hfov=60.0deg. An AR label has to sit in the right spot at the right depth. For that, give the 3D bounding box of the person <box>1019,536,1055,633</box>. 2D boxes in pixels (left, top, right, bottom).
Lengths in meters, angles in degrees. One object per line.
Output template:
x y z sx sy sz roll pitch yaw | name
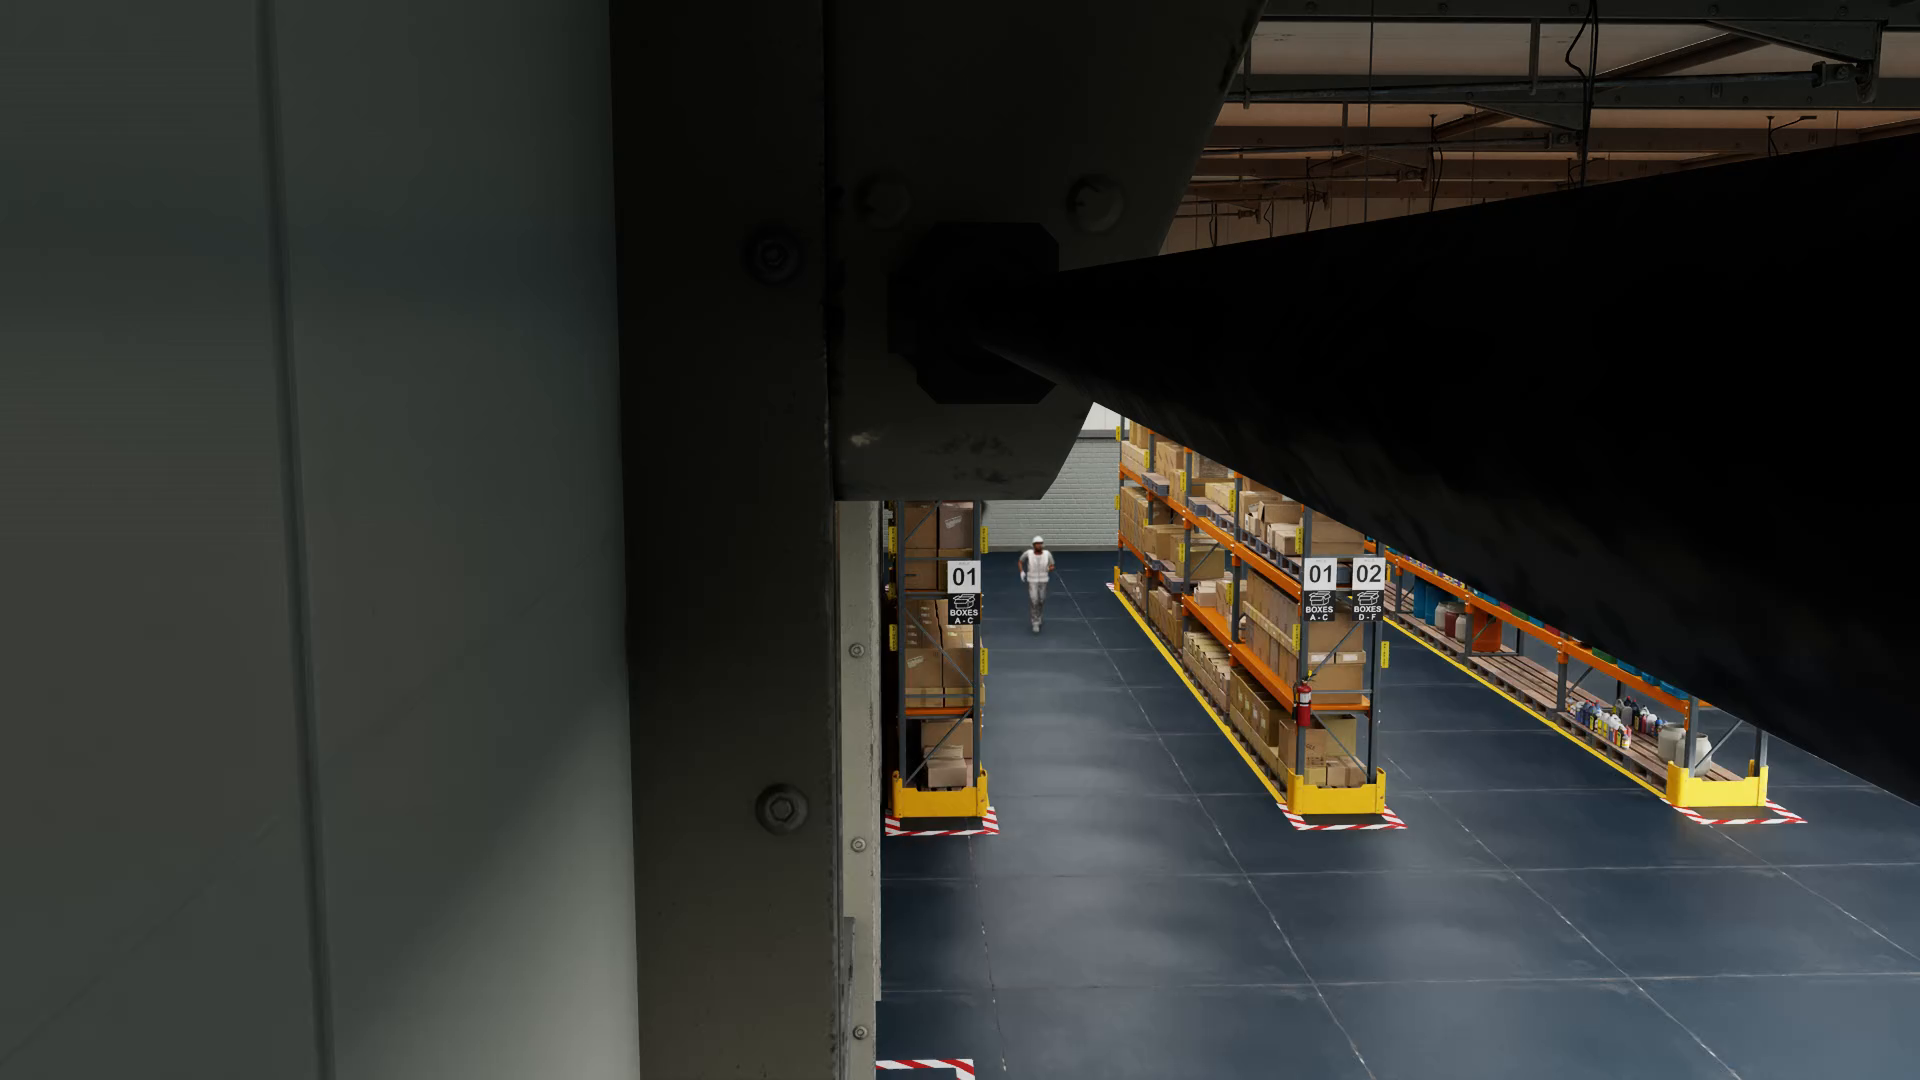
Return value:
1.502 0.816 32.069 0.680 1.797 0.881 -1 8 -10 | person
